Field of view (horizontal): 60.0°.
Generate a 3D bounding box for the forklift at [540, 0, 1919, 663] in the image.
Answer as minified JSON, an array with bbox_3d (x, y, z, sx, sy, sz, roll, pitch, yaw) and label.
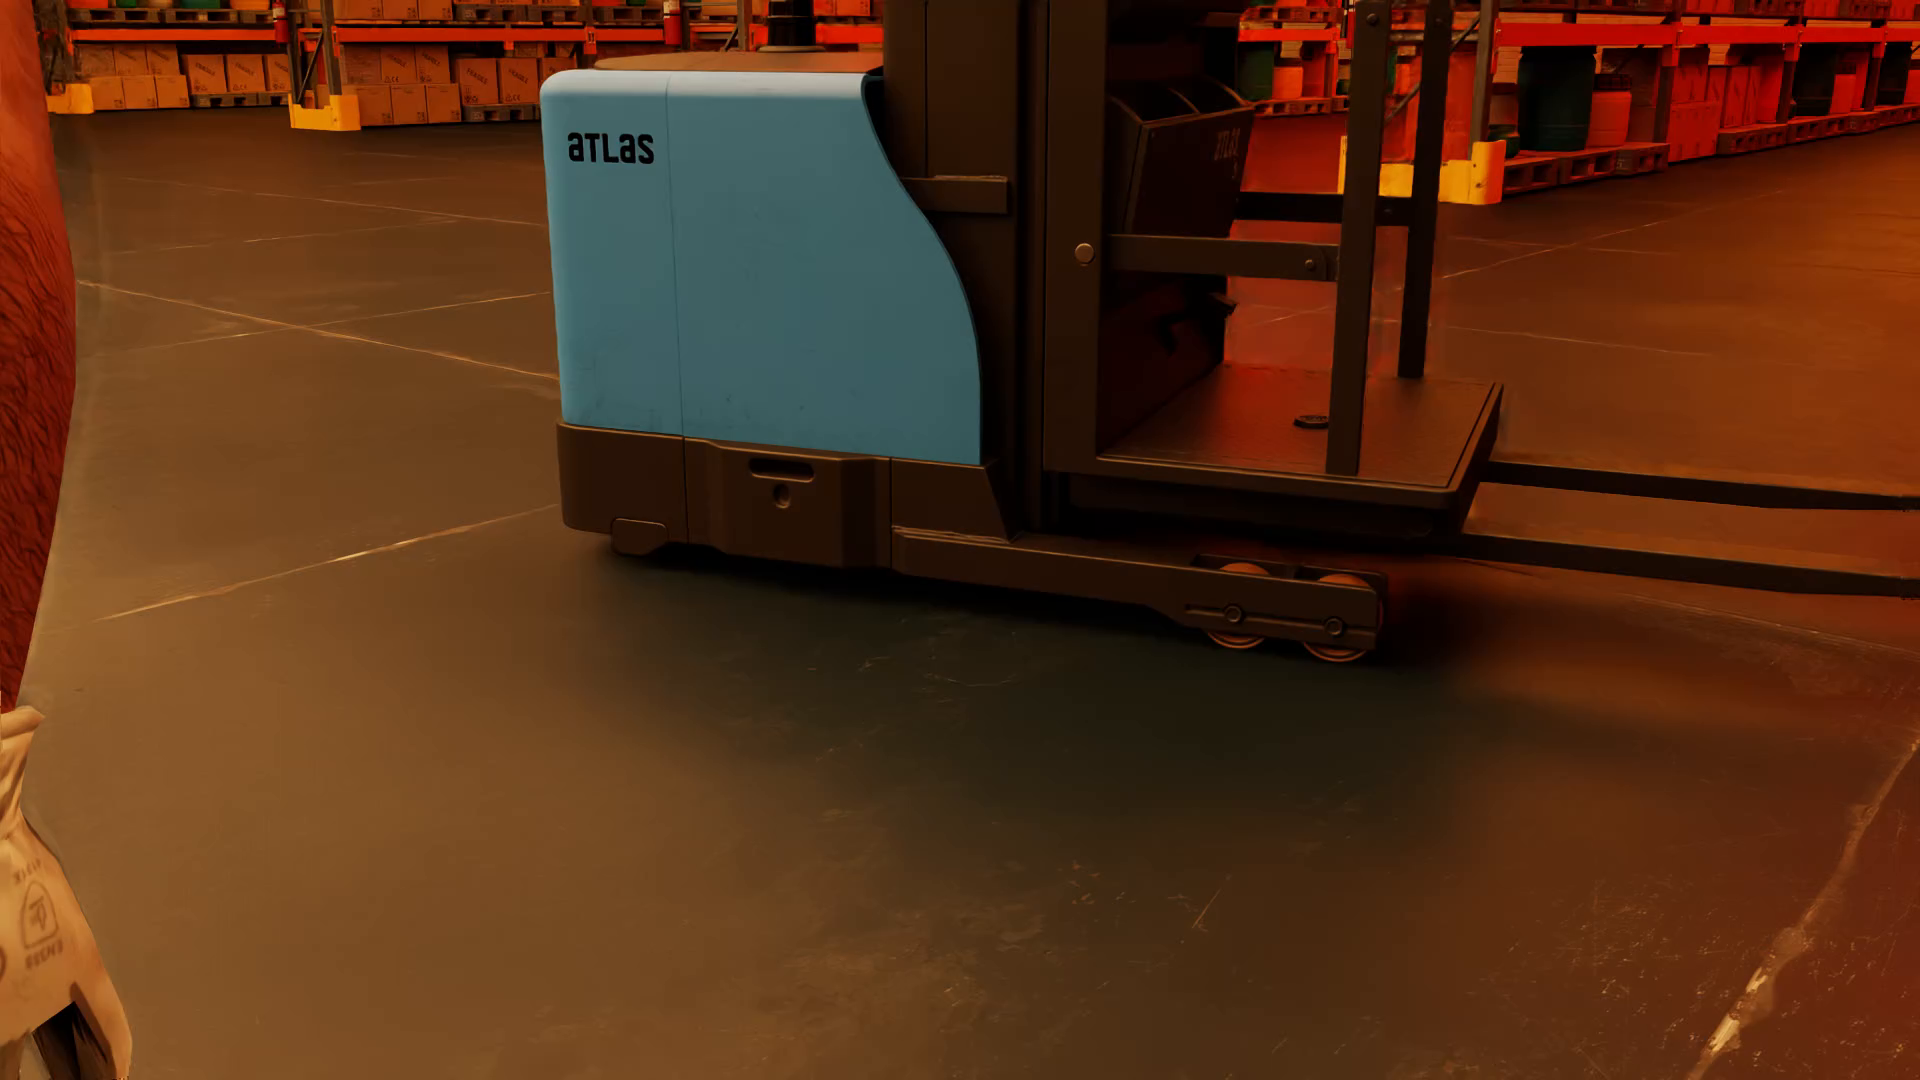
[{"bbox_3d":[0.651,-1.344,3.322,3.031,2.935,1.130,7,18,21],"label":"forklift"}]
